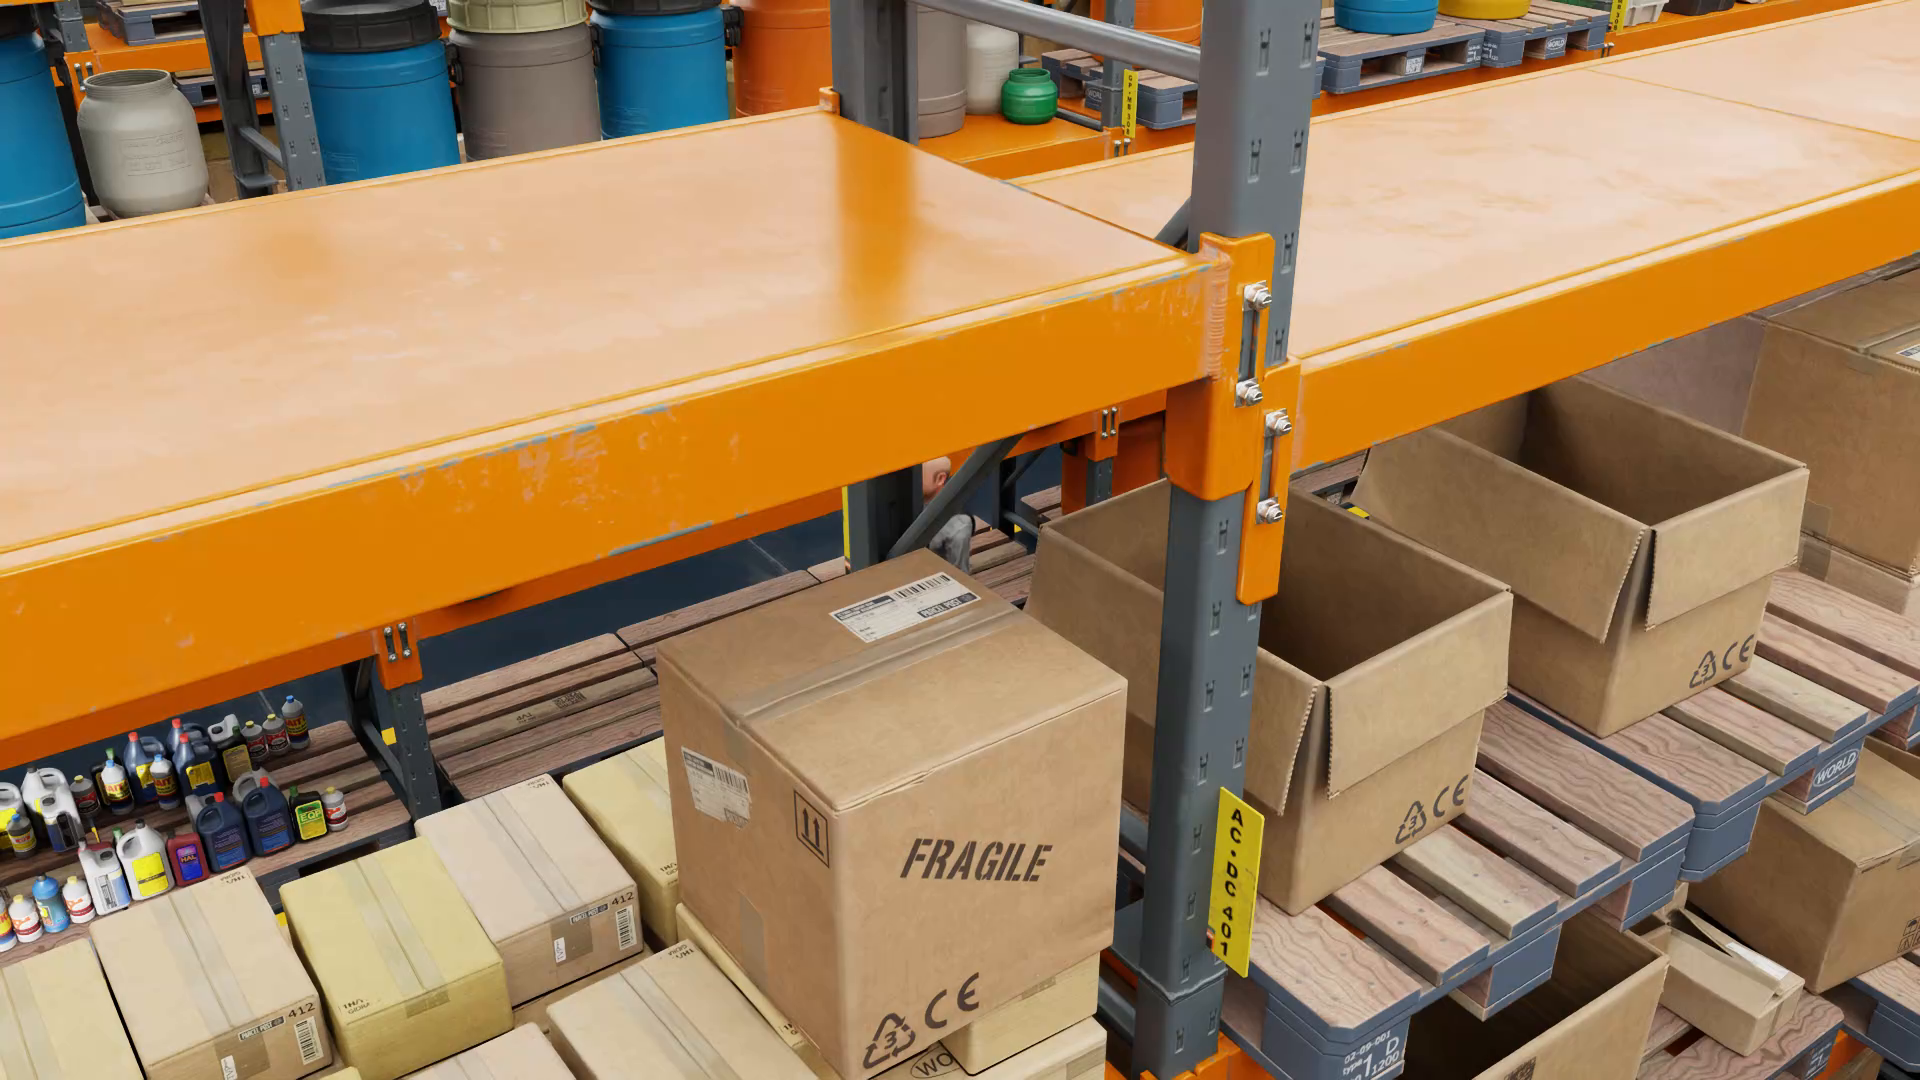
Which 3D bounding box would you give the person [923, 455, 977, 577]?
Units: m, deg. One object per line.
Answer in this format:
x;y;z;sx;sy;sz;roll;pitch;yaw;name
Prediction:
-0.167;0.356;8.052;0.417;1.719;0.533;-18;33;-29;person
